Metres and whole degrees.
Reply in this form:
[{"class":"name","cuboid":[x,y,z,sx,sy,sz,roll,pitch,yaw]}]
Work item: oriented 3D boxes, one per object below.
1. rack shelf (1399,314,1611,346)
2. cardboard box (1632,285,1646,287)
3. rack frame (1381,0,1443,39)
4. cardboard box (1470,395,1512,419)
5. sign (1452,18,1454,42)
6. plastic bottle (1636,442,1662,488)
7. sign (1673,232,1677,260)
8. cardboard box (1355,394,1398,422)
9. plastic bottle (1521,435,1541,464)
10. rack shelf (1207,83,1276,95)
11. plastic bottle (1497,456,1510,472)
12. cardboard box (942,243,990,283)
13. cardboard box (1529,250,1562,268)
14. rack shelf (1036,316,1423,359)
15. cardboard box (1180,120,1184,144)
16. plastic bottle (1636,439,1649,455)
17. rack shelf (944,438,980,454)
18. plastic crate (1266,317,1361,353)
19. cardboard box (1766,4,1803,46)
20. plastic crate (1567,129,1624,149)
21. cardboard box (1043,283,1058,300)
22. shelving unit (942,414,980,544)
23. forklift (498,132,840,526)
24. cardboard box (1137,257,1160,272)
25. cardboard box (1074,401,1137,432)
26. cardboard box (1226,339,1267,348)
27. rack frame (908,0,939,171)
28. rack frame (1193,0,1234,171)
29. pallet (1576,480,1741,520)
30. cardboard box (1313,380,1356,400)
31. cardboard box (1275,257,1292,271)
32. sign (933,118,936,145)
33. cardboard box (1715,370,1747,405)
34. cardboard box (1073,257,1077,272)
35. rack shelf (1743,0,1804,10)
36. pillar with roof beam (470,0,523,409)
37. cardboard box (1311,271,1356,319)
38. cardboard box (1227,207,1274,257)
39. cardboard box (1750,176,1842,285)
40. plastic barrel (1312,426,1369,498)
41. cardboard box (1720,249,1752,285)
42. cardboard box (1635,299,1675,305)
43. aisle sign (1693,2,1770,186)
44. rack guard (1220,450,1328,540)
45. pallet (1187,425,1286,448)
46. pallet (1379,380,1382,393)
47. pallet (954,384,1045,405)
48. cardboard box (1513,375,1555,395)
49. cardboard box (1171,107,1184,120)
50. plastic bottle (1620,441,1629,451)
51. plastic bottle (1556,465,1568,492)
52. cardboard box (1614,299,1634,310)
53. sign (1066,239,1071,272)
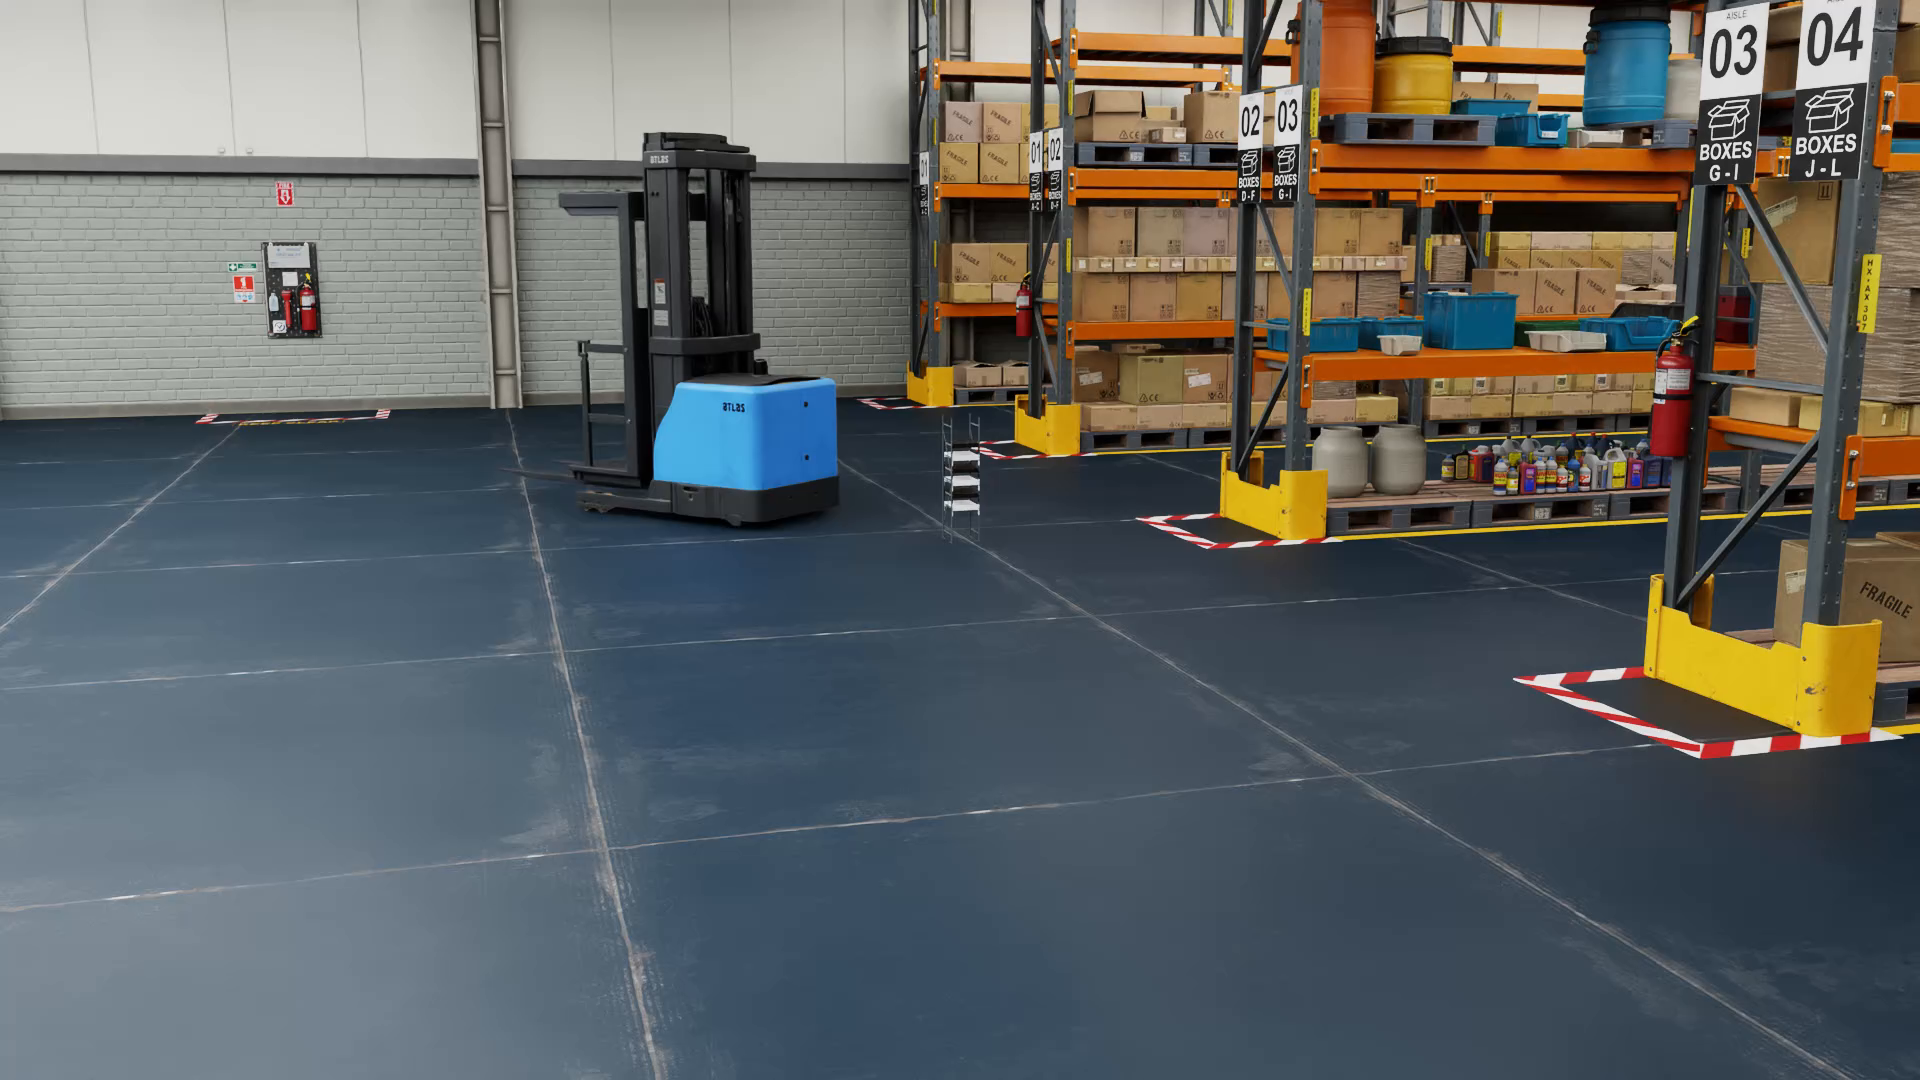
[{"class":"rack shelf","cuboid":[6.680,-2.381,18.684,4.000,0.370,1.077,-3,11,-16]},{"class":"cardboard box","cuboid":[9.820,-3.673,24.353,0.250,0.149,0.380,-3,11,-16]},{"class":"rack frame","cuboid":[4.760,-5.584,17.526,0.127,3.000,1.000,-3,11,-16]},{"class":"cardboard box","cuboid":[5.707,-1.491,18.297,0.500,0.250,0.500,-3,11,-15]},{"class":"sign","cuboid":[7.053,-7.281,23.727,0.005,0.325,0.100,-3,11,-16]},{"class":"plastic bottle","cuboid":[5.418,-0.594,13.089,0.185,0.351,0.144,-4,11,-19]},{"class":"sign","cuboid":[8.439,-3.461,19.581,0.005,0.325,0.100,-3,11,-16]},{"class":"cardboard box","cuboid":[4.375,-1.427,17.947,0.500,0.250,0.500,-3,11,-16]},{"class":"plastic bottle","cuboid":[4.660,-0.687,13.592,0.185,0.351,0.144,-3,11,-16]},{"class":"rack shelf","cuboid":[5.292,-5.996,22.854,4.000,0.370,1.077,-3,11,-16]},{"class":"plastic bottle","cuboid":[4.376,-0.574,13.393,0.097,0.201,0.097,0,10,0]},{"class":"cardboard box","cuboid":[0.073,-3.569,21.438,0.500,0.500,0.500,-3,11,-16]},{"class":"cardboard box","cuboid":[8.255,-3.908,23.835,0.500,0.500,0.500,-3,11,-14]},{"class":"rack shelf","cuboid":[2.839,-2.179,17.585,4.000,0.370,1.077,-3,11,-16]},{"class":"cardboard box","cuboid":[2.485,-4.271,17.374,0.500,0.311,0.500,-2,11,-9]},{"class":"plastic bottle","cuboid":[5.712,-0.707,13.925,0.097,0.271,0.097,0,10,0]},{"class":"rack shelf","cuboid":[0.008,-0.676,11.924,0.200,0.077,0.258,-3,11,-16]},{"class":"plastic crate","cuboid":[2.697,-1.575,12.725,0.616,0.251,0.499,-3,11,-16]},{"class":"cardboard box","cuboid":[3.864,-2.375,7.692,0.250,0.149,0.380,-3,11,-16]},{"class":"plastic crate","cuboid":[4.712,-2.967,12.320,0.396,0.136,0.243,-3,11,-16]},{"class":"cardboard box","cuboid":[1.074,-3.252,21.783,0.500,0.250,0.500,-3,11,-17]},{"class":"shelving unit","cuboid":[0.008,-0.443,11.967,0.210,0.900,0.258,-3,11,-16]},{"class":"forklift","cuboid":[-2.464,-1.723,13.311,3.031,2.935,1.130,7,12,33]},{"class":"cardboard box","cuboid":[1.849,-2.808,16.949,0.250,0.149,0.380,-3,11,-16]},{"class":"cardboard box","cuboid":[1.496,-1.274,17.118,0.500,0.250,0.500,-3,11,-16]},{"class":"cardboard box","cuboid":[4.074,-2.522,23.151,0.500,0.500,0.700,-3,11,-14]},{"class":"rack frame","cuboid":[-0.469,-6.243,21.103,0.127,3.000,1.000,-3,11,-16]},{"class":"rack frame","cuboid":[3.371,-6.445,22.203,0.127,3.000,1.000,-3,11,-16]},{"class":"pallet","cuboid":[5.484,-0.375,13.498,1.213,0.211,1.003,-3,11,-16]},{"class":"cardboard box","cuboid":[3.892,-1.772,17.752,0.500,0.500,0.500,-3,11,-16]},{"class":"cardboard box","cuboid":[3.339,-2.887,17.377,0.250,0.149,0.380,-3,11,-14]},{"class":"sign","cuboid":[-0.317,-5.103,20.784,0.005,0.325,0.100,-3,11,-16]},{"class":"cardboard box","cuboid":[9.117,-1.797,19.211,0.500,0.500,0.500,-3,11,-14]},{"class":"cardboard box","cuboid":[1.233,-2.852,17.187,0.250,0.149,0.380,-3,11,-17]},{"class":"rack shelf","cuboid":[8.061,-4.274,13.499,4.000,0.370,1.077,-3,11,-16]},{"class":"pillar with roof beam","cuboid":[-4.596,-5.377,16.398,0.400,9.000,9.100,-3,11,-16]},{"class":"cardboard box","cuboid":[3.831,-2.632,17.781,0.500,0.500,0.700,-3,11,-17]},{"class":"cardboard box","cuboid":[2.890,-3.221,17.401,0.500,0.500,0.700,-3,11,-16]},{"class":"cardboard box","cuboid":[4.143,-1.467,7.873,0.500,0.500,0.500,-3,11,-16]},{"class":"plastic barrel","cuboid":[2.910,-0.600,12.732,0.421,0.512,0.421,0,10,0]},{"class":"cardboard box","cuboid":[9.173,-3.144,19.401,0.500,0.500,0.700,-7,13,-35]},{"class":"cardboard box","cuboid":[7.814,-2.619,18.684,0.250,0.149,0.380,-3,11,-16]},{"class":"aisle sign","cuboid":[3.541,-2.037,7.645,0.004,0.787,0.394,-3,11,-16]},{"class":"rack guard","cuboid":[2.360,-0.353,12.583,0.348,0.500,1.175,-3,11,-16]},{"class":"pallet","cuboid":[2.811,-1.167,17.804,1.213,0.211,1.003,-3,11,-16]},{"class":"pallet","cuboid":[5.292,-2.226,23.553,1.213,0.211,1.003,-3,11,-16]},{"class":"pallet","cuboid":[0.394,-1.960,22.110,1.213,0.211,1.003,-3,11,-16]},{"class":"cardboard box","cuboid":[6.205,-1.792,18.384,0.500,0.311,0.500,-3,11,-18]},{"class":"cardboard box","cuboid":[2.966,-5.448,21.979,0.500,0.500,0.500,-4,11,-21]},{"class":"plastic bottle","cuboid":[5.440,-0.674,13.708,0.133,0.283,0.061,-3,11,-16]},{"class":"plastic bottle","cuboid":[4.648,-0.475,12.858,0.097,0.201,0.097,0,10,0]},{"class":"cardboard box","cuboid":[7.392,-2.639,18.788,0.250,0.149,0.380,-2,11,-12]},{"class":"sign","cuboid":[1.068,-2.800,16.359,0.005,0.325,0.100,-3,11,-16]}]
